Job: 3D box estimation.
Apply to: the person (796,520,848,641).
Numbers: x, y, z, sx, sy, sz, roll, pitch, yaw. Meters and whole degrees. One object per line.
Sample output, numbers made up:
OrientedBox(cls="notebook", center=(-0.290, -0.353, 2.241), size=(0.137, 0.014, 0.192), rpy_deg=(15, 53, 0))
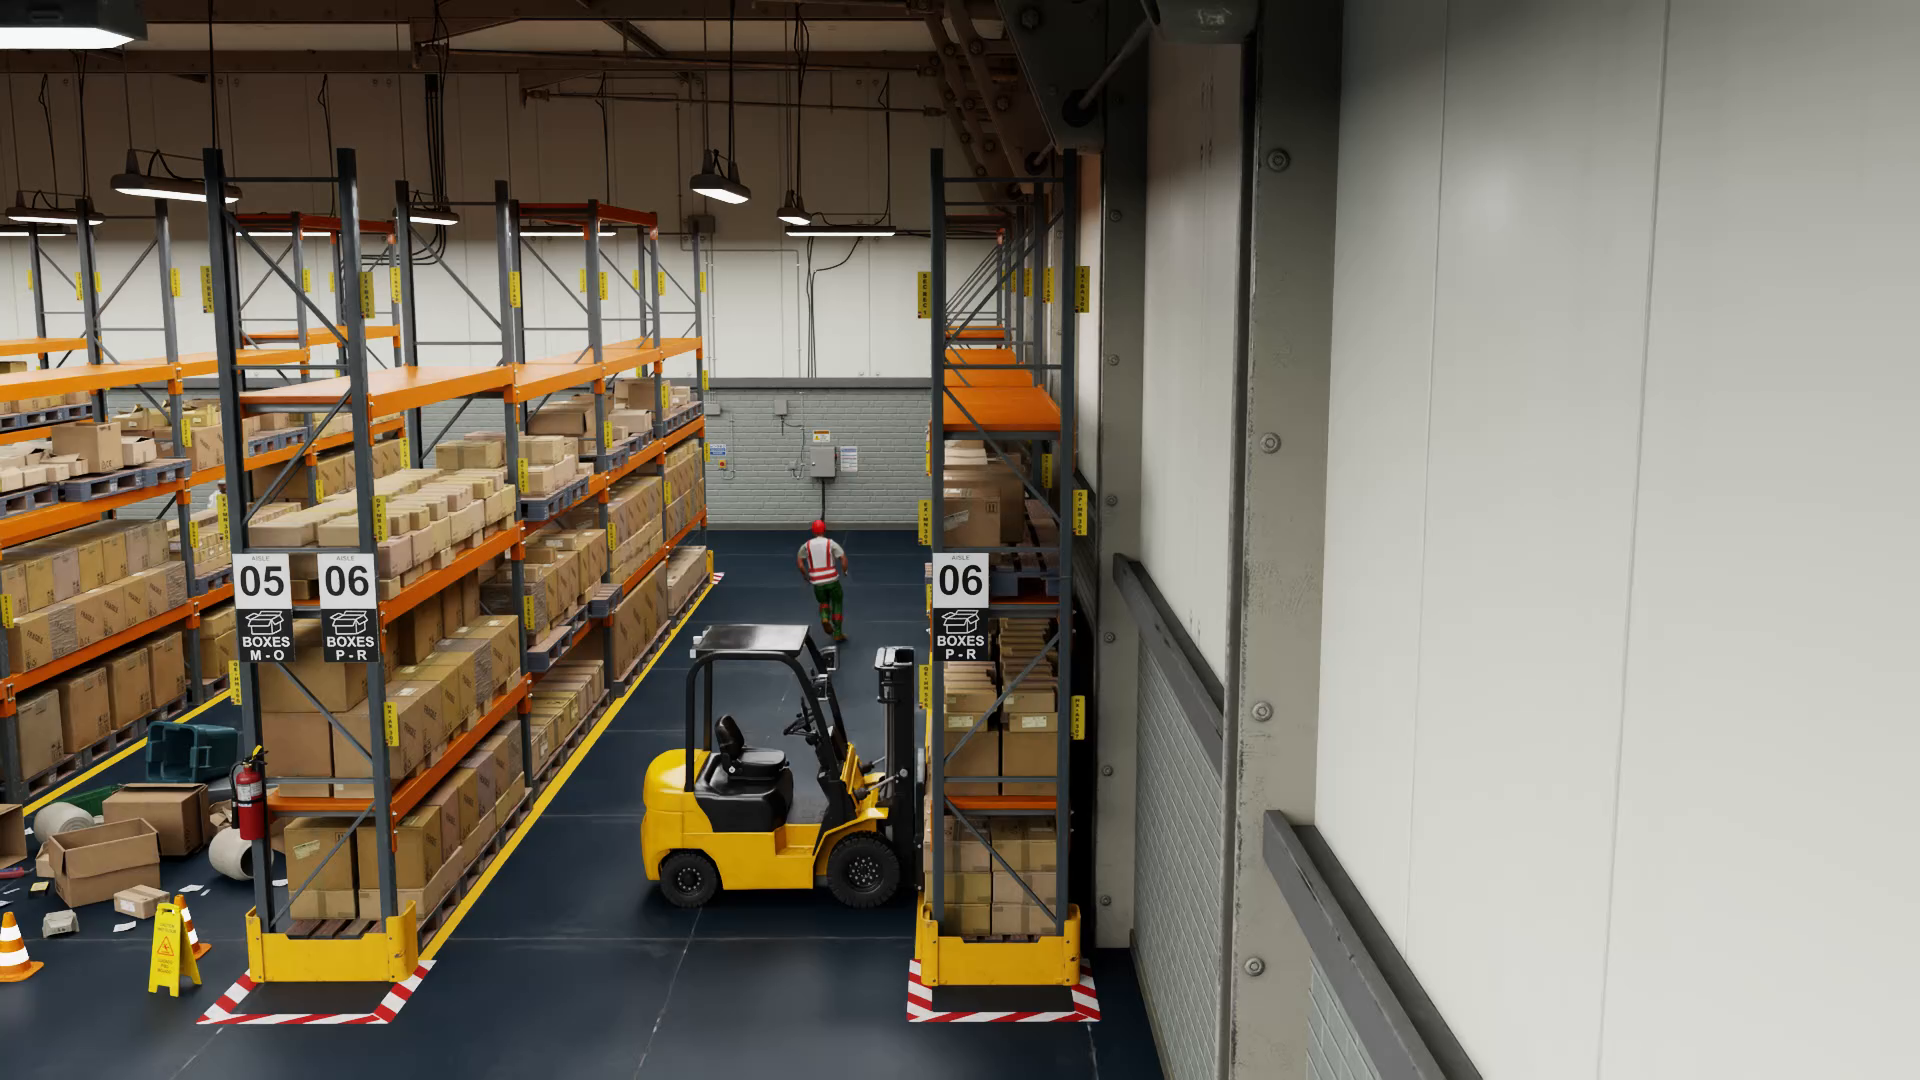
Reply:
OrientedBox(cls="person", center=(-1.943, 0.558, 23.577), size=(0.714, 1.714, 0.548), rpy_deg=(1, 9, 4))

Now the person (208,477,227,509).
OrientedBox(cls="person", center=(-12.661, -0.252, 28.714), size=(0.524, 1.748, 0.848), rpy_deg=(-1, 9, -4))
